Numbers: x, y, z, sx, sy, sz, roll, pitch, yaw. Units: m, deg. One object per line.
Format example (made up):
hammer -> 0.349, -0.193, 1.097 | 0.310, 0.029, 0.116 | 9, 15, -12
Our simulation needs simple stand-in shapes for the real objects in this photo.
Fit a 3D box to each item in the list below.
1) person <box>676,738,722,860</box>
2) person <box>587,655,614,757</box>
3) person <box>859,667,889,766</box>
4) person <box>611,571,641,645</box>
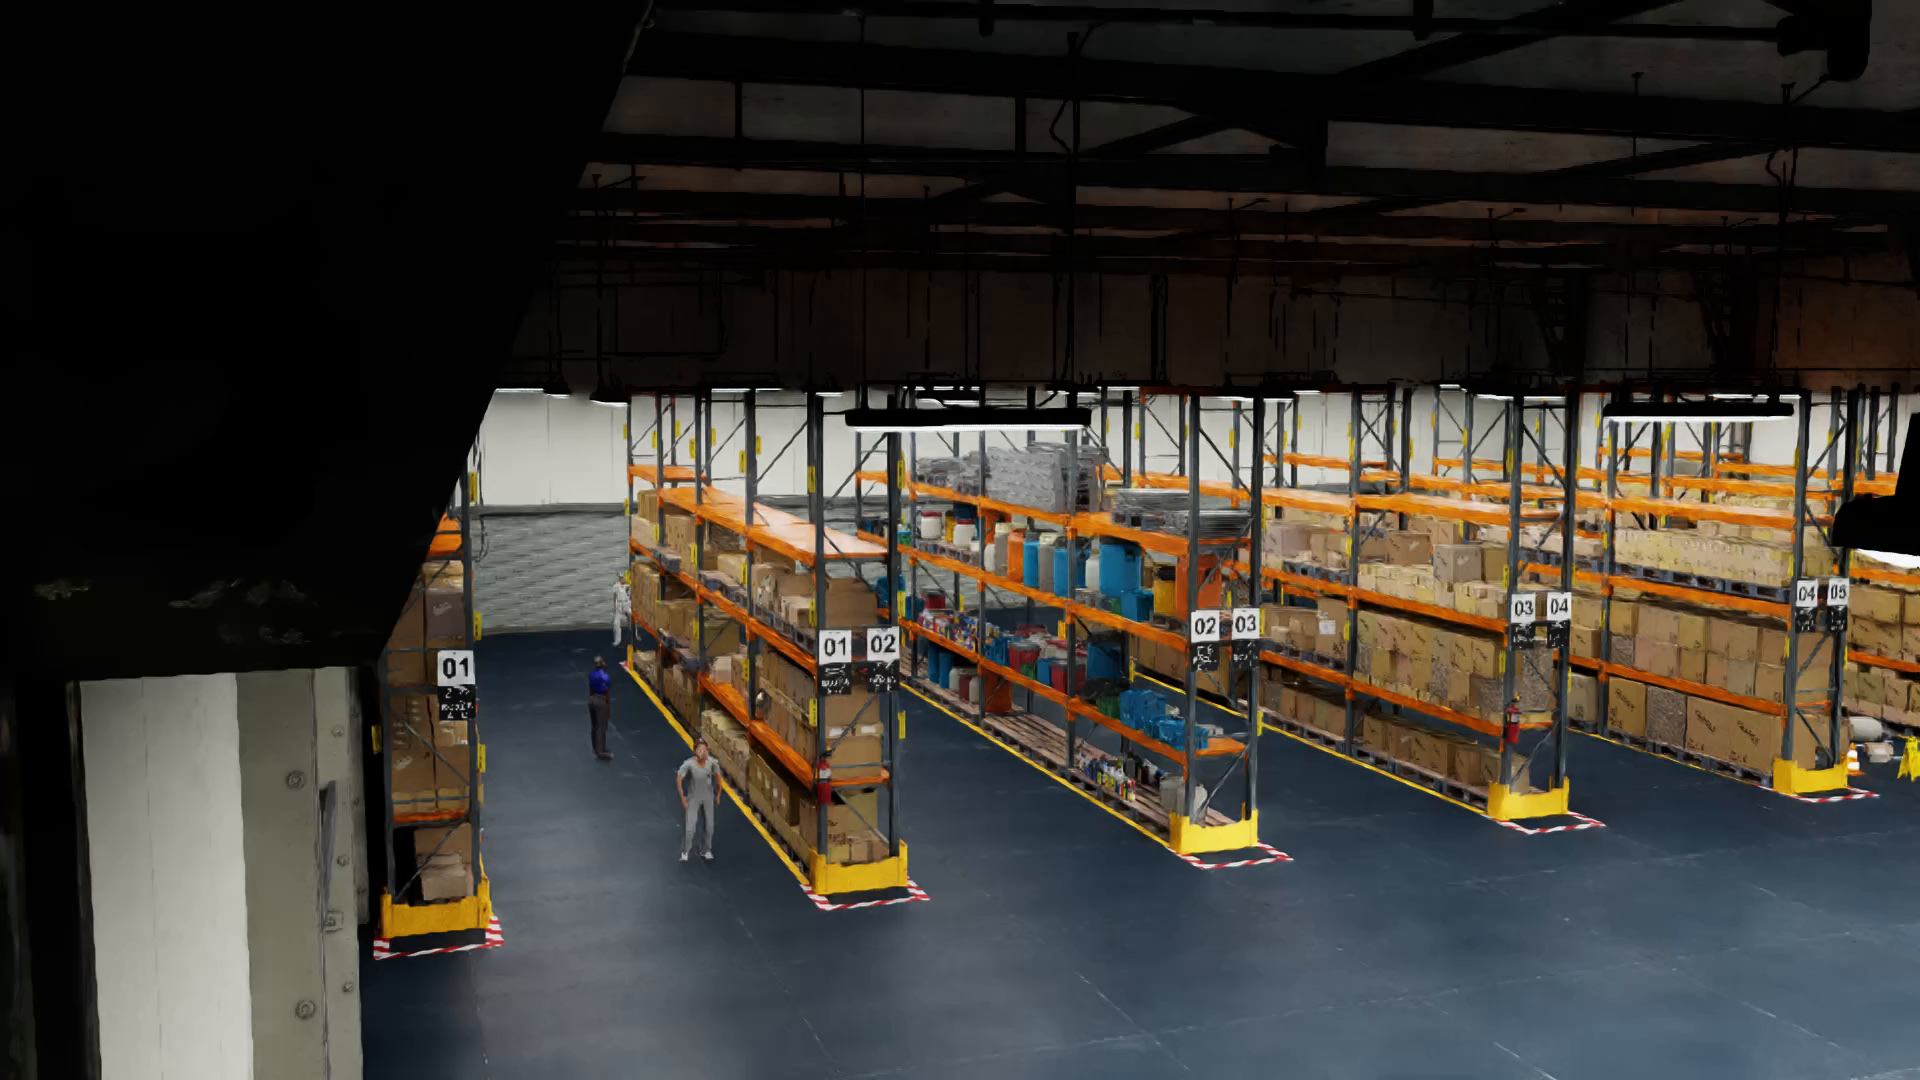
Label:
person -> -3.354, 3.328, 21.388 | 0.580, 1.619, 0.507 | -2, 6, -21
person -> -5.855, 2.694, 27.153 | 0.502, 1.662, 0.422 | 5, 8, 42
person -> -1.564, 2.742, 26.396 | 0.684, 1.714, 0.845 | -4, 7, -35
person -> -7.697, 1.539, 38.233 | 0.584, 1.697, 0.974 | 0, 6, 2
